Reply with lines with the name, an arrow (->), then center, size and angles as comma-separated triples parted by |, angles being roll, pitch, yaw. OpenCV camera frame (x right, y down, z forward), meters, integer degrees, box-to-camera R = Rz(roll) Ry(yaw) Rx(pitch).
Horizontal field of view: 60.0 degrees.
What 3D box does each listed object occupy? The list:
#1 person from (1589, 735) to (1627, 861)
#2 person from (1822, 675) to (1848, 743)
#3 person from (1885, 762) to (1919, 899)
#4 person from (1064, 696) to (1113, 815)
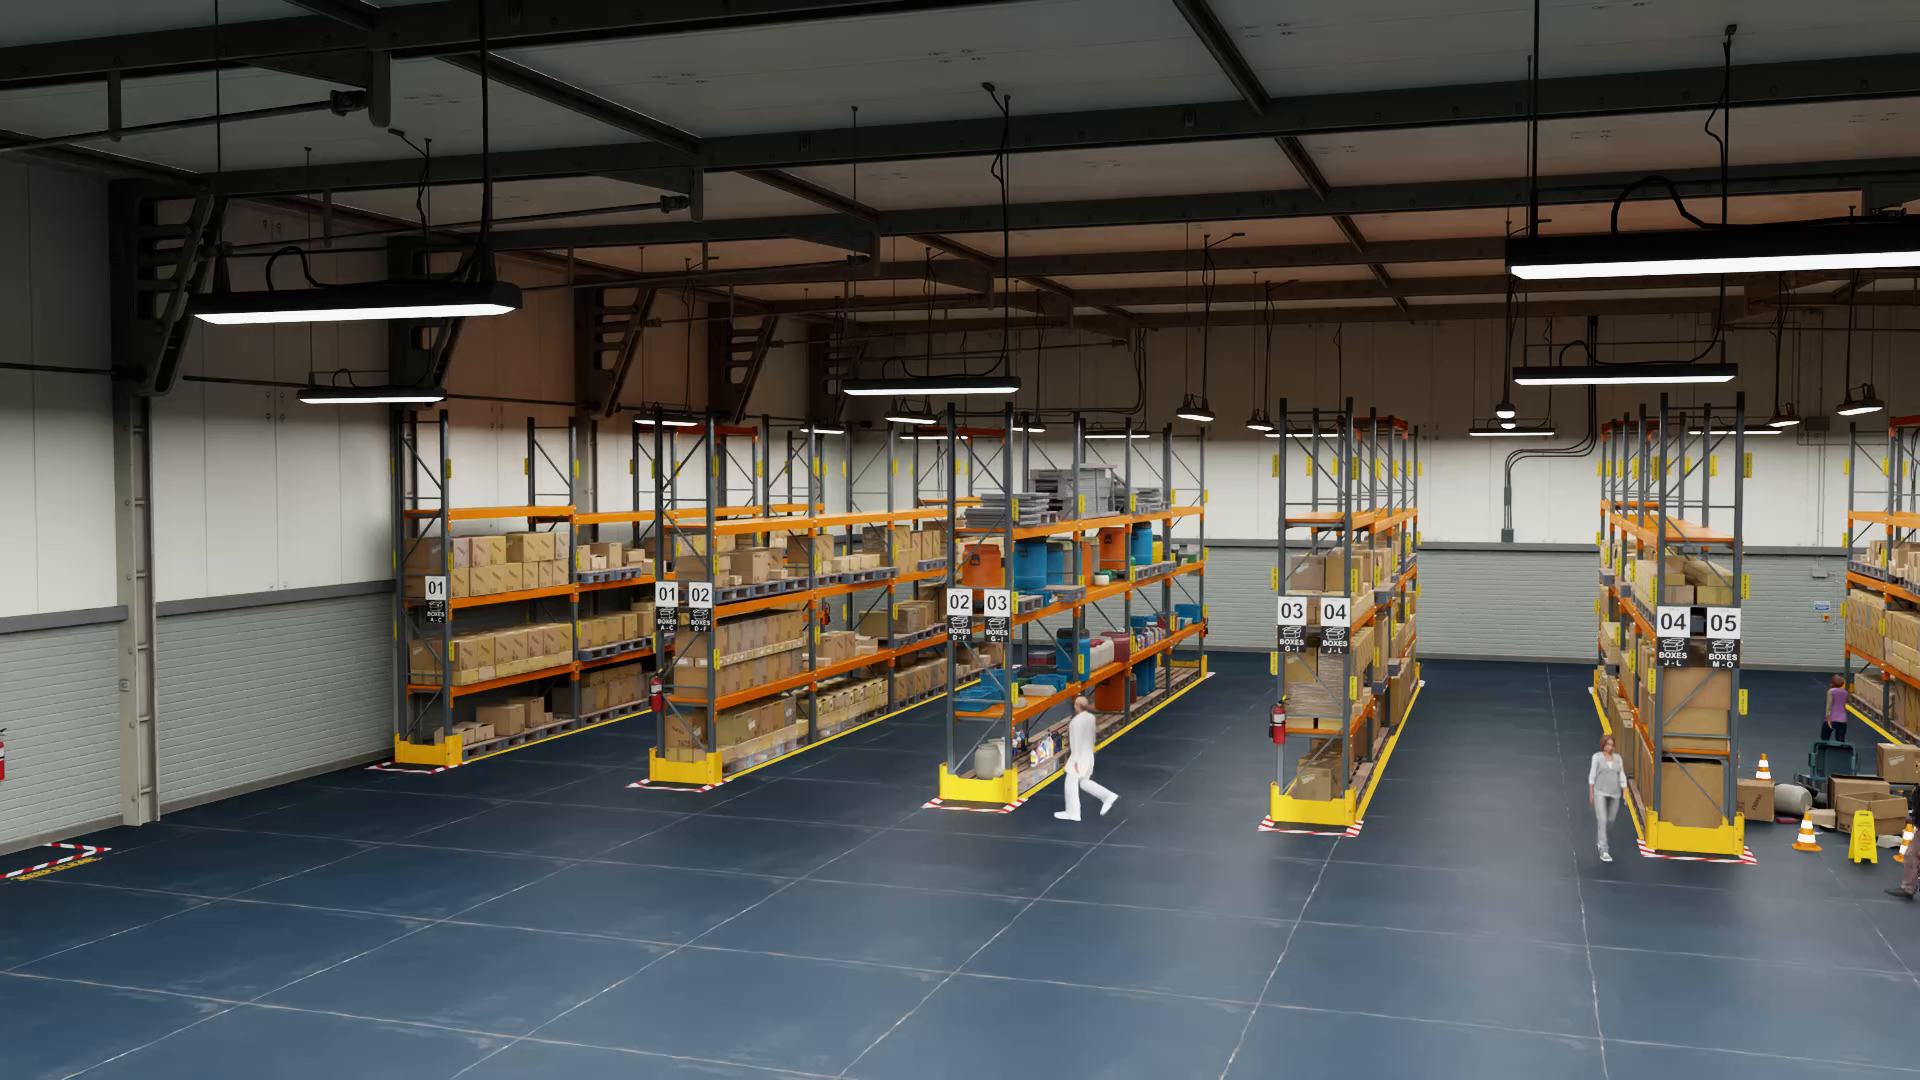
person -> 8.336, 3.284, 21.360 | 0.428, 1.555, 0.817 | 0, 2, 4
person -> 14.507, 3.050, 27.558 | 0.397, 1.635, 0.655 | 0, 2, 6
person -> 11.283, 3.329, 19.268 | 0.999, 1.683, 0.543 | 1, 3, 20
person -> 1.823, 3.059, 23.593 | 0.676, 1.683, 0.576 | 1, 3, 15
